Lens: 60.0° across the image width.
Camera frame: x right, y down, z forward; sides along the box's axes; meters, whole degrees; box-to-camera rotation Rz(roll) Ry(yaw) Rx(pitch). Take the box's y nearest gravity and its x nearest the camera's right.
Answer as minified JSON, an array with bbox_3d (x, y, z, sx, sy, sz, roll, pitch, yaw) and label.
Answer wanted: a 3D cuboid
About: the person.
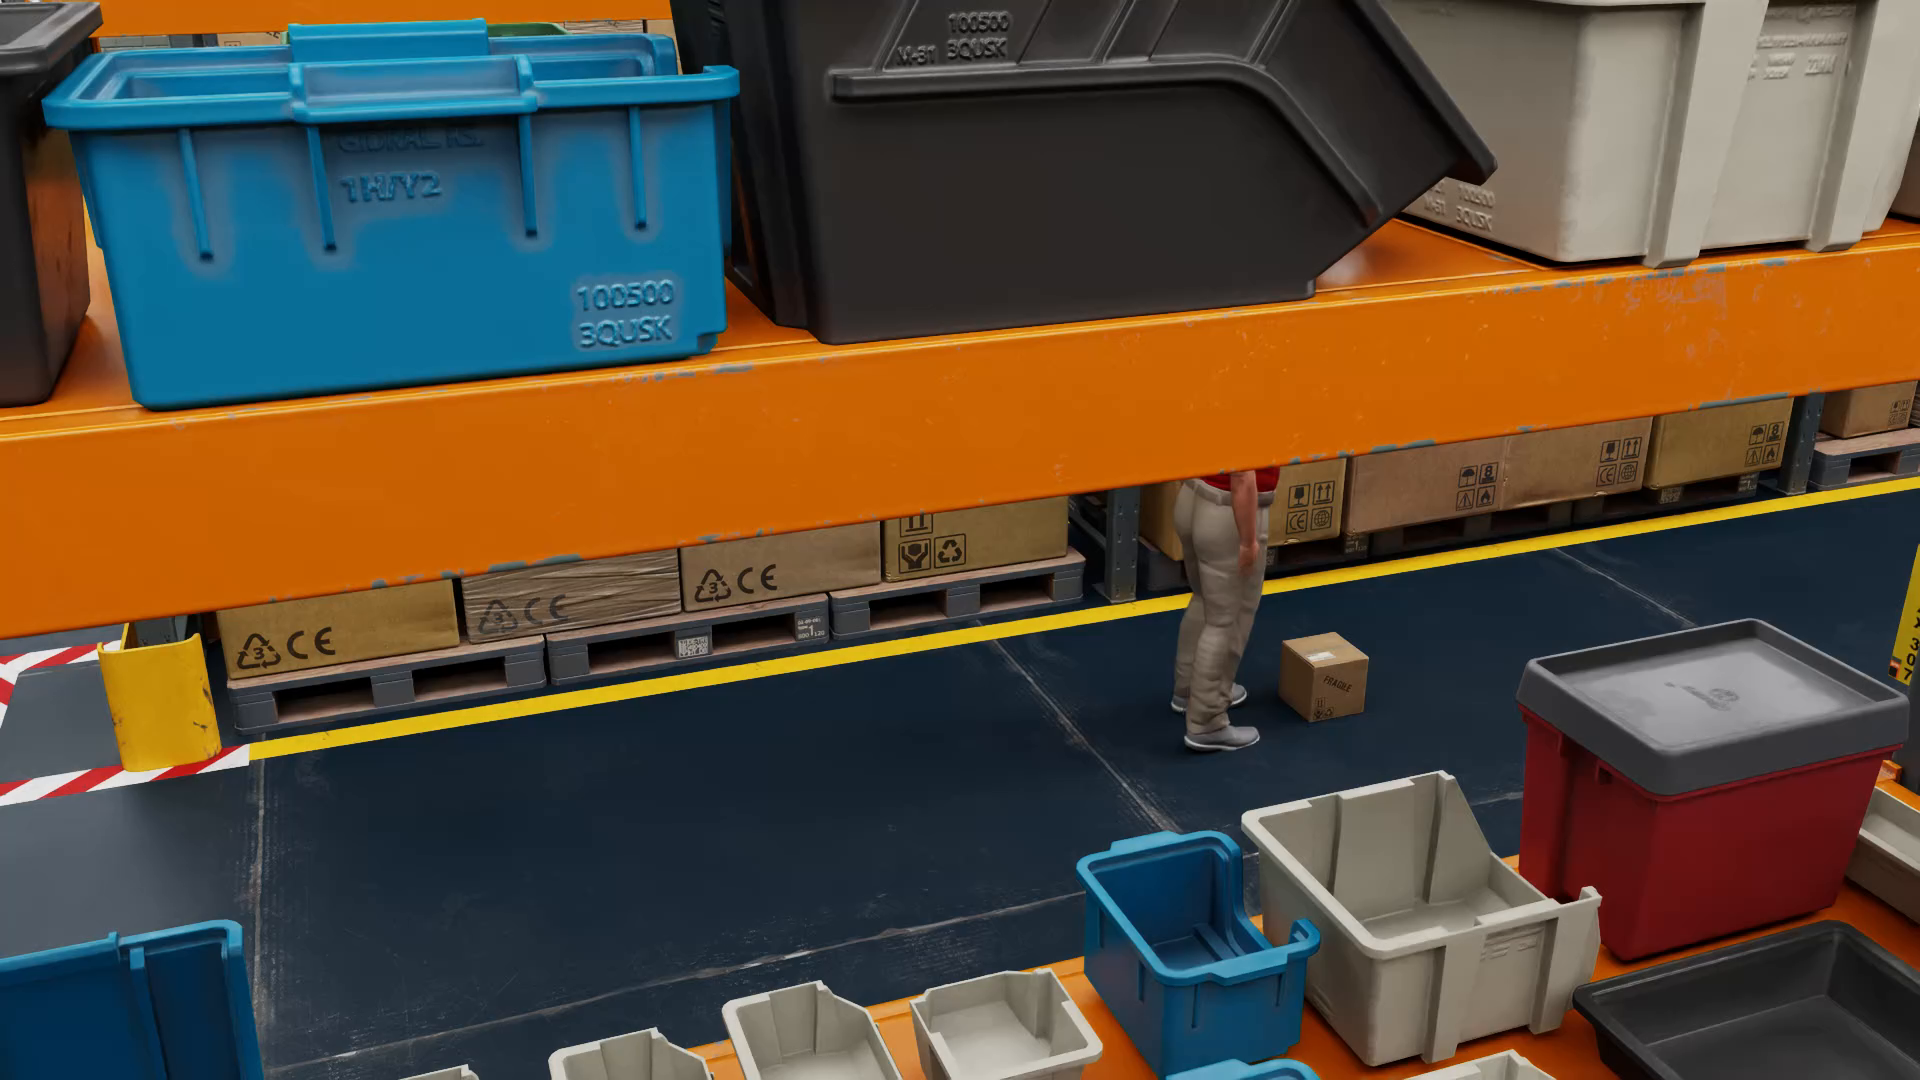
[{"bbox_3d":[1.008,-0.063,6.300,0.415,1.744,0.525,-8,24,-18],"label":"person"}]
